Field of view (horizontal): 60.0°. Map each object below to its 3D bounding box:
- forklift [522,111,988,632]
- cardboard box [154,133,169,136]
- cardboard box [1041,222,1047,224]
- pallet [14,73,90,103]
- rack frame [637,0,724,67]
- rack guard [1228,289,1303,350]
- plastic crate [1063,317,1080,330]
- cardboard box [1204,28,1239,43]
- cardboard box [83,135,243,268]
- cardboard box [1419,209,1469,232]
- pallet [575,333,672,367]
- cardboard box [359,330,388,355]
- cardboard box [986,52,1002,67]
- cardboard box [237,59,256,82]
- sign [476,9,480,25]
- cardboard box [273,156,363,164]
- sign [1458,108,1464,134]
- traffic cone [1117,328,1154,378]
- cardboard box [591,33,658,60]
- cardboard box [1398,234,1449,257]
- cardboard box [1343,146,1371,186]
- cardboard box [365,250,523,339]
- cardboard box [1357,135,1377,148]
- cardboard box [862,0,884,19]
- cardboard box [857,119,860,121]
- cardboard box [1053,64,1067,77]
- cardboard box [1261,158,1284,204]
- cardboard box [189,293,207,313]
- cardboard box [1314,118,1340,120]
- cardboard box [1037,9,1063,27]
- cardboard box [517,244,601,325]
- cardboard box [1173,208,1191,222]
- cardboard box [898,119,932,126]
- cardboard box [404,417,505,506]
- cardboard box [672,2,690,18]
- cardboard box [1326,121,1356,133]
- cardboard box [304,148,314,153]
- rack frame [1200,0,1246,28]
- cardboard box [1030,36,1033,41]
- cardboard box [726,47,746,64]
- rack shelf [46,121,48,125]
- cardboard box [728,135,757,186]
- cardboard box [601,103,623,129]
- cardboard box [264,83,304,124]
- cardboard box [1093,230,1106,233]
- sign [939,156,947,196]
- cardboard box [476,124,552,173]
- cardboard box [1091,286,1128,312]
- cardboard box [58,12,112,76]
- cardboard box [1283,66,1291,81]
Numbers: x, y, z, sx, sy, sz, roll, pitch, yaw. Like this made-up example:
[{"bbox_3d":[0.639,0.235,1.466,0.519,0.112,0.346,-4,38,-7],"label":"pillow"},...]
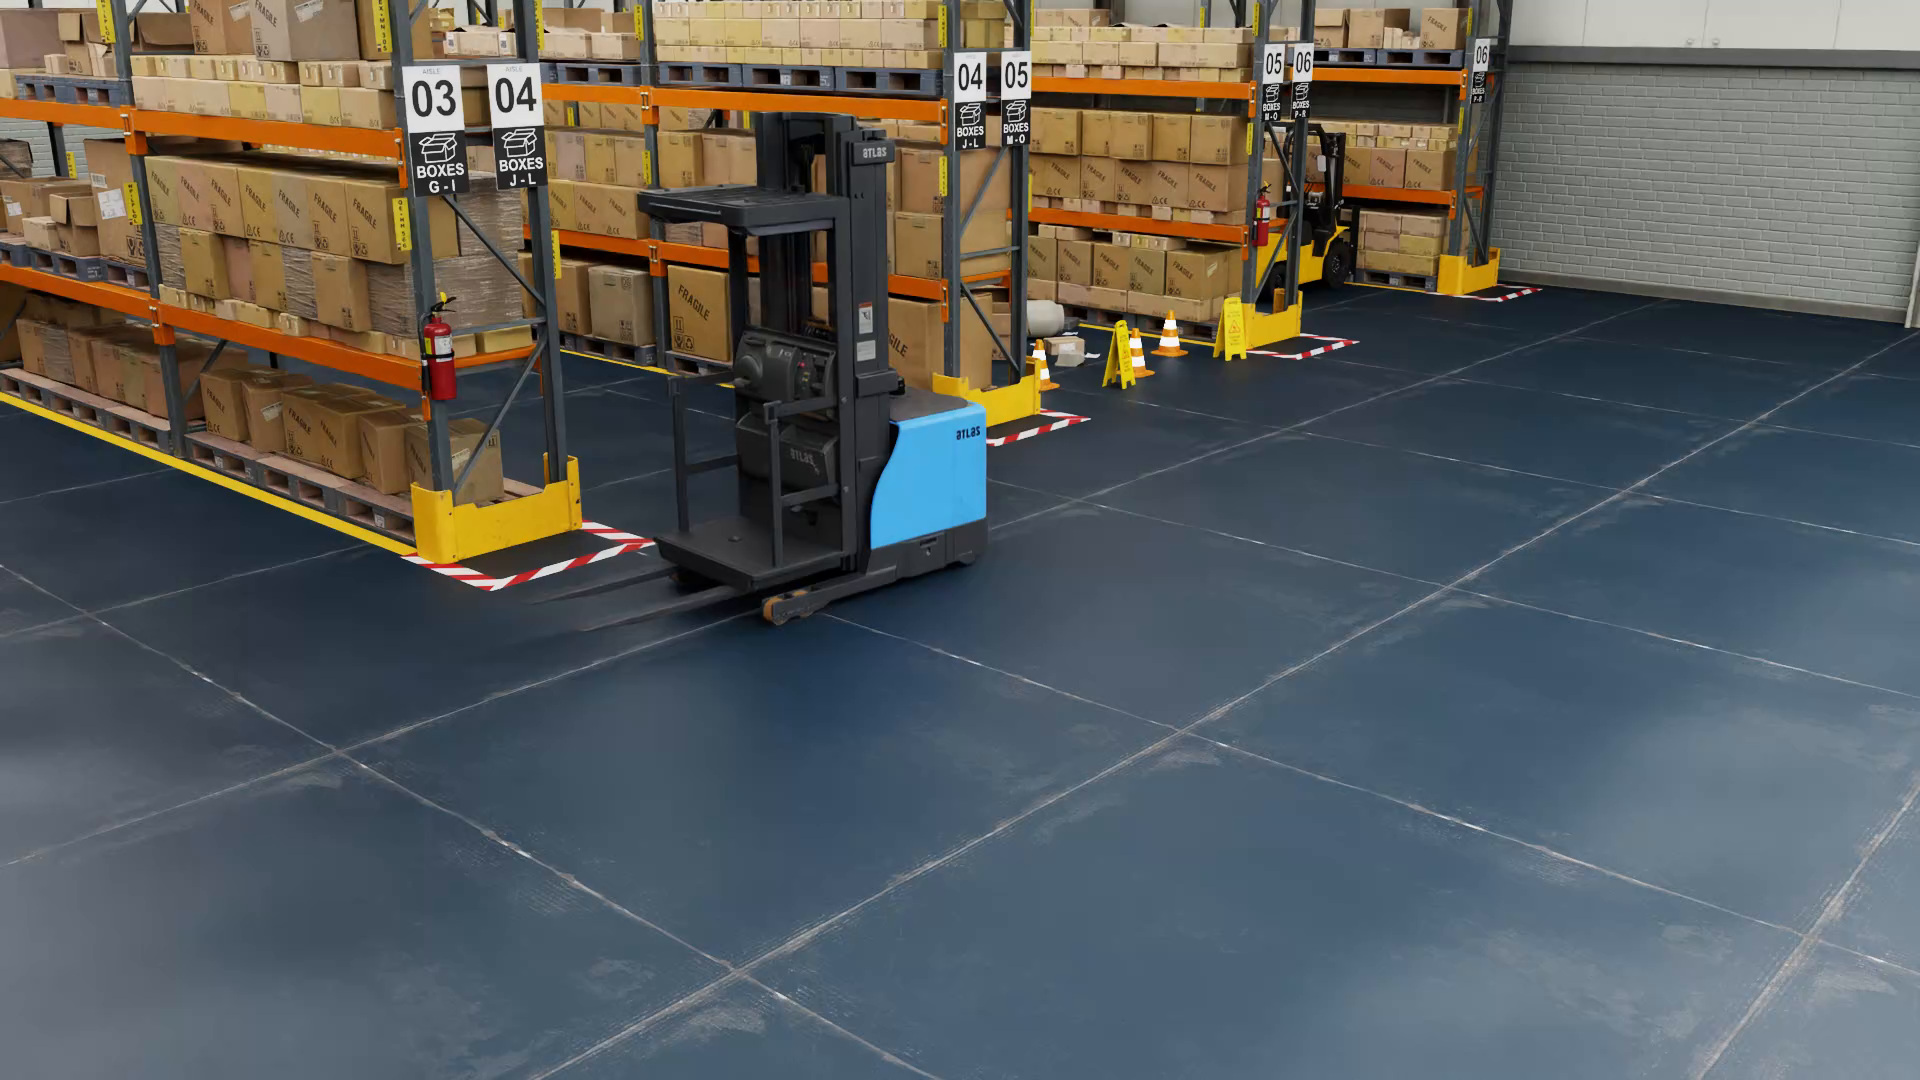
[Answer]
[{"bbox_3d":[-1.232,-1.063,10.115,3.031,2.935,1.130,-16,23,-41],"label":"forklift"},{"bbox_3d":[-11.165,-5.660,23.831,0.500,0.500,0.500,15,23,39],"label":"cardboard box"},{"bbox_3d":[1.702,-5.193,26.249,0.625,0.625,0.875,16,24,41],"label":"cardboard box"},{"bbox_3d":[-7.296,-3.910,14.324,1.003,0.211,1.213,15,23,39],"label":"pallet"},{"bbox_3d":[-2.759,-6.175,16.193,0.127,3.000,1.000,15,23,39],"label":"rack frame"},{"bbox_3d":[3.386,-2.477,18.589,0.348,0.500,1.175,15,23,39],"label":"rack guard"},{"bbox_3d":[1.081,-2.564,19.557,0.583,0.080,0.402,7,19,21],"label":"plastic crate"},{"bbox_3d":[2.826,-5.404,17.821,0.250,0.149,0.380,16,23,40],"label":"cardboard box"},{"bbox_3d":[-6.629,-2.891,14.077,1.000,1.000,1.000,15,23,40],"label":"cardboard box"},{"bbox_3d":[6.501,-4.282,22.344,0.500,0.250,0.500,15,23,38],"label":"cardboard box"},{"bbox_3d":[-3.386,-2.125,17.957,1.213,0.211,1.003,15,23,39],"label":"pallet"},{"bbox_3d":[-3.893,-1.390,11.449,0.250,0.149,0.380,15,23,39],"label":"cardboard box"},{"bbox_3d":[0.189,-4.212,14.521,0.250,0.149,0.380,15,23,40],"label":"cardboard box"},{"bbox_3d":[-4.873,-3.330,11.775,0.250,0.149,0.380,16,23,41],"label":"cardboard box"},{"bbox_3d":[-8.154,-8.799,28.088,0.005,0.325,0.100,15,23,39],"label":"sign"},{"bbox_3d":[-4.860,-2.651,12.696,0.500,0.500,0.500,15,23,39],"label":"cardboard box"},{"bbox_3d":[6.364,-5.321,21.115,0.005,0.325,0.100,15,23,39],"label":"sign"},{"bbox_3d":[1.782,-1.919,16.893,0.334,0.463,0.336,15,23,39],"label":"traffic cone"},{"bbox_3d":[-3.394,-5.027,16.924,0.500,0.250,0.500,15,23,40],"label":"cardboard box"},{"bbox_3d":[6.163,-3.931,22.066,0.500,0.250,0.500,15,23,39],"label":"cardboard box"},{"bbox_3d":[5.427,-5.073,22.472,0.500,0.500,0.500,14,23,38],"label":"cardboard box"},{"bbox_3d":[-3.529,-1.717,11.406,0.500,0.500,0.875,15,23,39],"label":"cardboard box"},{"bbox_3d":[5.516,-5.345,22.259,0.250,0.149,0.380,14,22,38],"label":"cardboard box"},{"bbox_3d":[-0.622,-4.543,14.247,0.250,0.149,0.380,16,23,40],"label":"cardboard box"},{"bbox_3d":[-1.562,-5.298,21.995,0.500,0.500,0.500,16,23,40],"label":"cardboard box"},{"bbox_3d":[1.292,-5.442,19.259,0.250,0.149,0.380,14,22,38],"label":"cardboard box"},{"bbox_3d":[3.272,-4.000,18.600,0.500,0.500,0.500,15,23,38],"label":"cardboard box"},{"bbox_3d":[-5.782,-1.886,13.010,0.250,0.149,0.380,15,23,39],"label":"cardboard box"},{"bbox_3d":[5.118,-5.818,23.257,0.250,0.149,0.380,15,23,39],"label":"cardboard box"},{"bbox_3d":[1.575,-7.829,25.338,0.500,0.500,0.700,14,23,38],"label":"cardboard box"},{"bbox_3d":[-4.699,-2.929,18.908,0.750,0.750,1.050,15,23,40],"label":"cardboard box"},{"bbox_3d":[2.580,-3.642,18.544,0.250,0.149,0.380,15,23,38],"label":"cardboard box"},{"bbox_3d":[-0.569,-5.332,21.030,0.250,0.149,0.380,14,22,38],"label":"cardboard box"},{"bbox_3d":[-3.591,-0.549,11.820,0.500,0.500,0.500,-13,22,-36],"label":"cardboard box"},{"bbox_3d":[-2.521,-5.053,15.852,0.250,0.149,0.380,15,23,39],"label":"cardboard box"},{"bbox_3d":[5.175,-5.606,22.588,0.250,0.149,0.380,15,23,40],"label":"cardboard box"},{"bbox_3d":[-7.974,-4.894,20.812,0.250,0.149,0.380,15,23,39],"label":"cardboard box"},{"bbox_3d":[3.743,-8.439,23.327,0.127,3.000,1.000,15,23,39],"label":"rack frame"},{"bbox_3d":[0.875,-5.908,19.408,0.250,0.149,0.380,14,22,38],"label":"cardboard box"},{"bbox_3d":[-1.950,-4.520,15.491,0.250,0.149,0.380,15,23,38],"label":"cardboard box"},{"bbox_3d":[-10.615,-4.505,17.080,4.000,0.370,1.077,15,23,39],"label":"rack shelf"},{"bbox_3d":[-1.705,-3.596,15.952,0.550,0.550,0.875,15,23,39],"label":"cardboard box"},{"bbox_3d":[-4.996,-6.337,24.803,0.500,0.500,0.500,15,23,39],"label":"cardboard box"},{"bbox_3d":[-4.418,-3.013,11.435,0.500,0.250,0.500,16,23,40],"label":"cardboard box"},{"bbox_3d":[1.453,-3.543,20.429,0.500,0.500,0.500,16,23,40],"label":"cardboard box"},{"bbox_3d":[-0.138,-3.057,13.981,0.005,0.325,0.100,15,23,39],"label":"sign"},{"bbox_3d":[-5.043,-4.450,18.855,0.500,0.500,0.700,15,23,38],"label":"cardboard box"},{"bbox_3d":[1.882,-2.853,19.495,0.500,0.250,0.500,14,22,37],"label":"cardboard box"},{"bbox_3d":[-7.118,-4.199,14.059,0.637,0.503,0.797,16,24,41],"label":"cardboard box"},{"bbox_3d":[3.410,-5.103,18.189,0.250,0.149,0.380,15,23,39],"label":"cardboard box"}]
